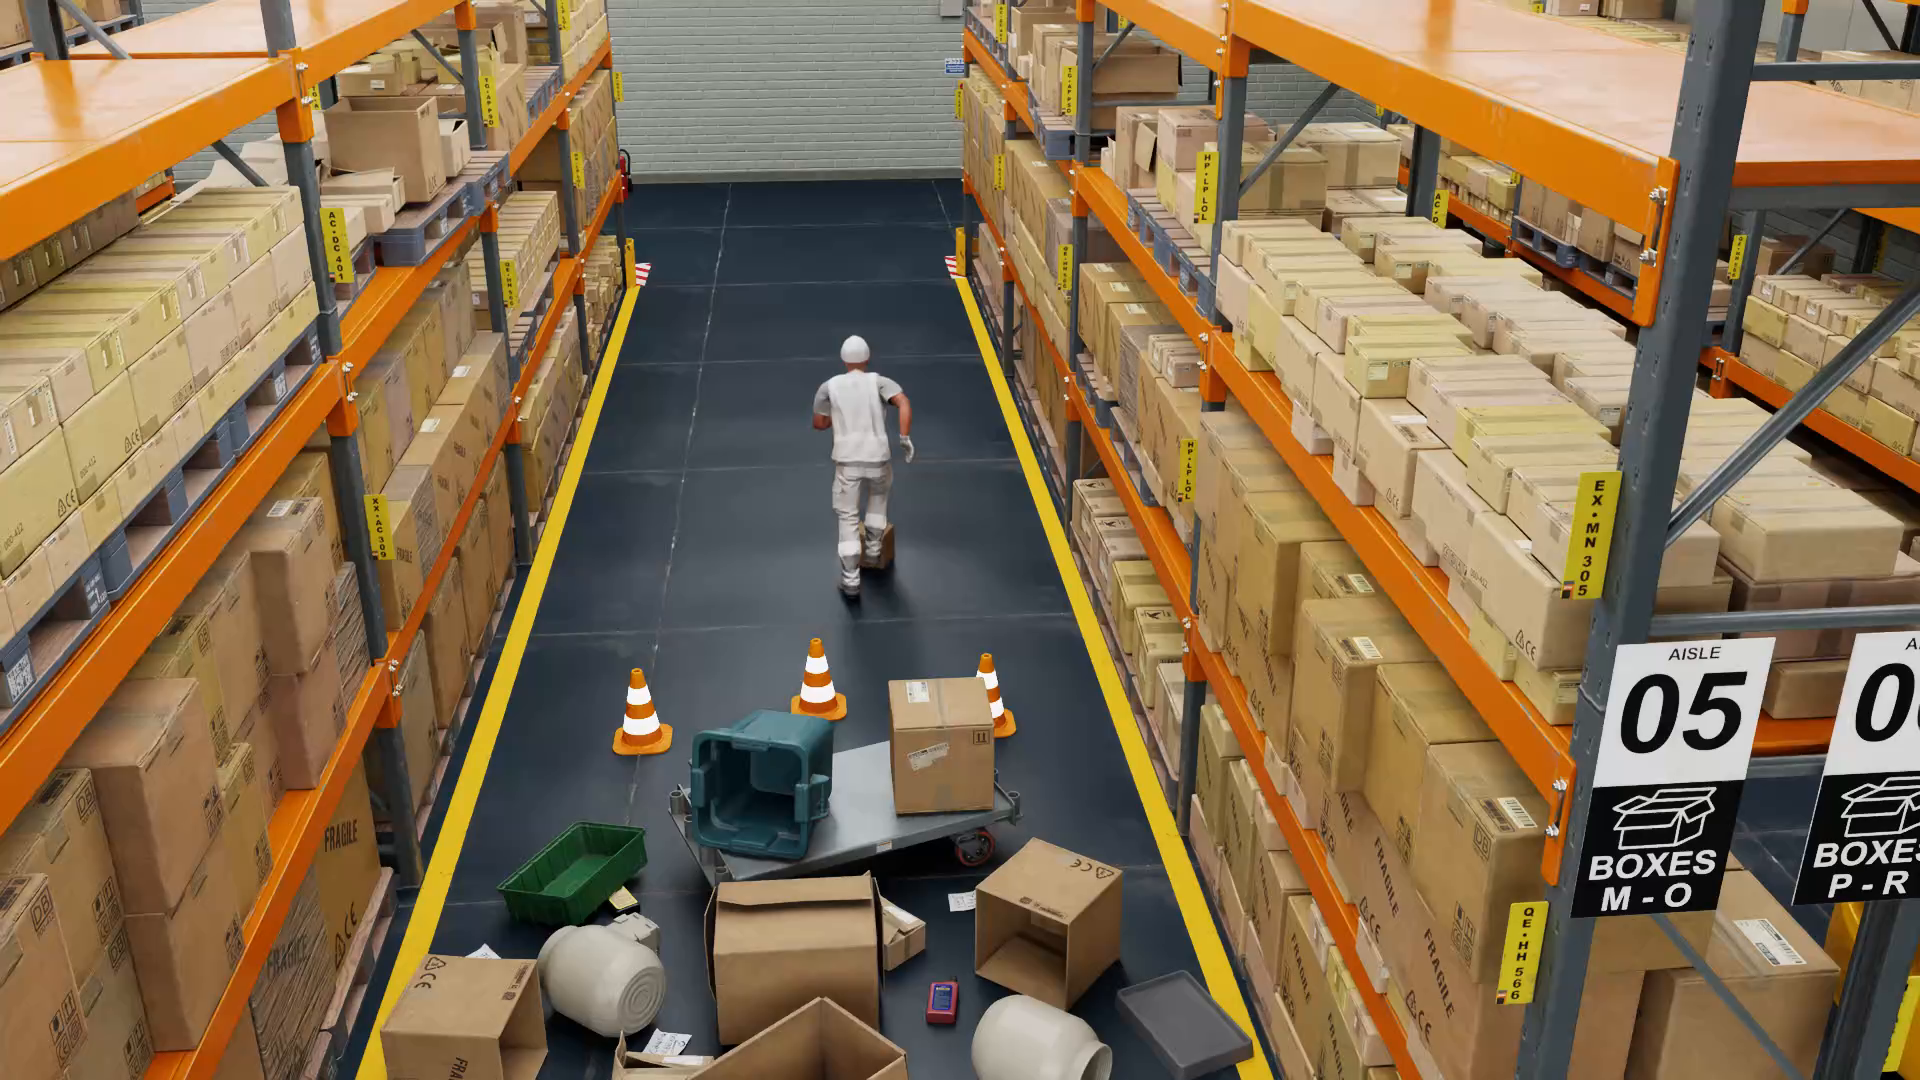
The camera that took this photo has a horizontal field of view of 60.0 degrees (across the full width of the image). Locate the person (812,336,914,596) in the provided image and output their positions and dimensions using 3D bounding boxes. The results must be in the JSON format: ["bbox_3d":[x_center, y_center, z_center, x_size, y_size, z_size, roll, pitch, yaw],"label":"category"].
[{"bbox_3d":[-0.684,-0.554,11.631,0.656,1.691,0.968,-5,24,-10],"label":"person"}]
